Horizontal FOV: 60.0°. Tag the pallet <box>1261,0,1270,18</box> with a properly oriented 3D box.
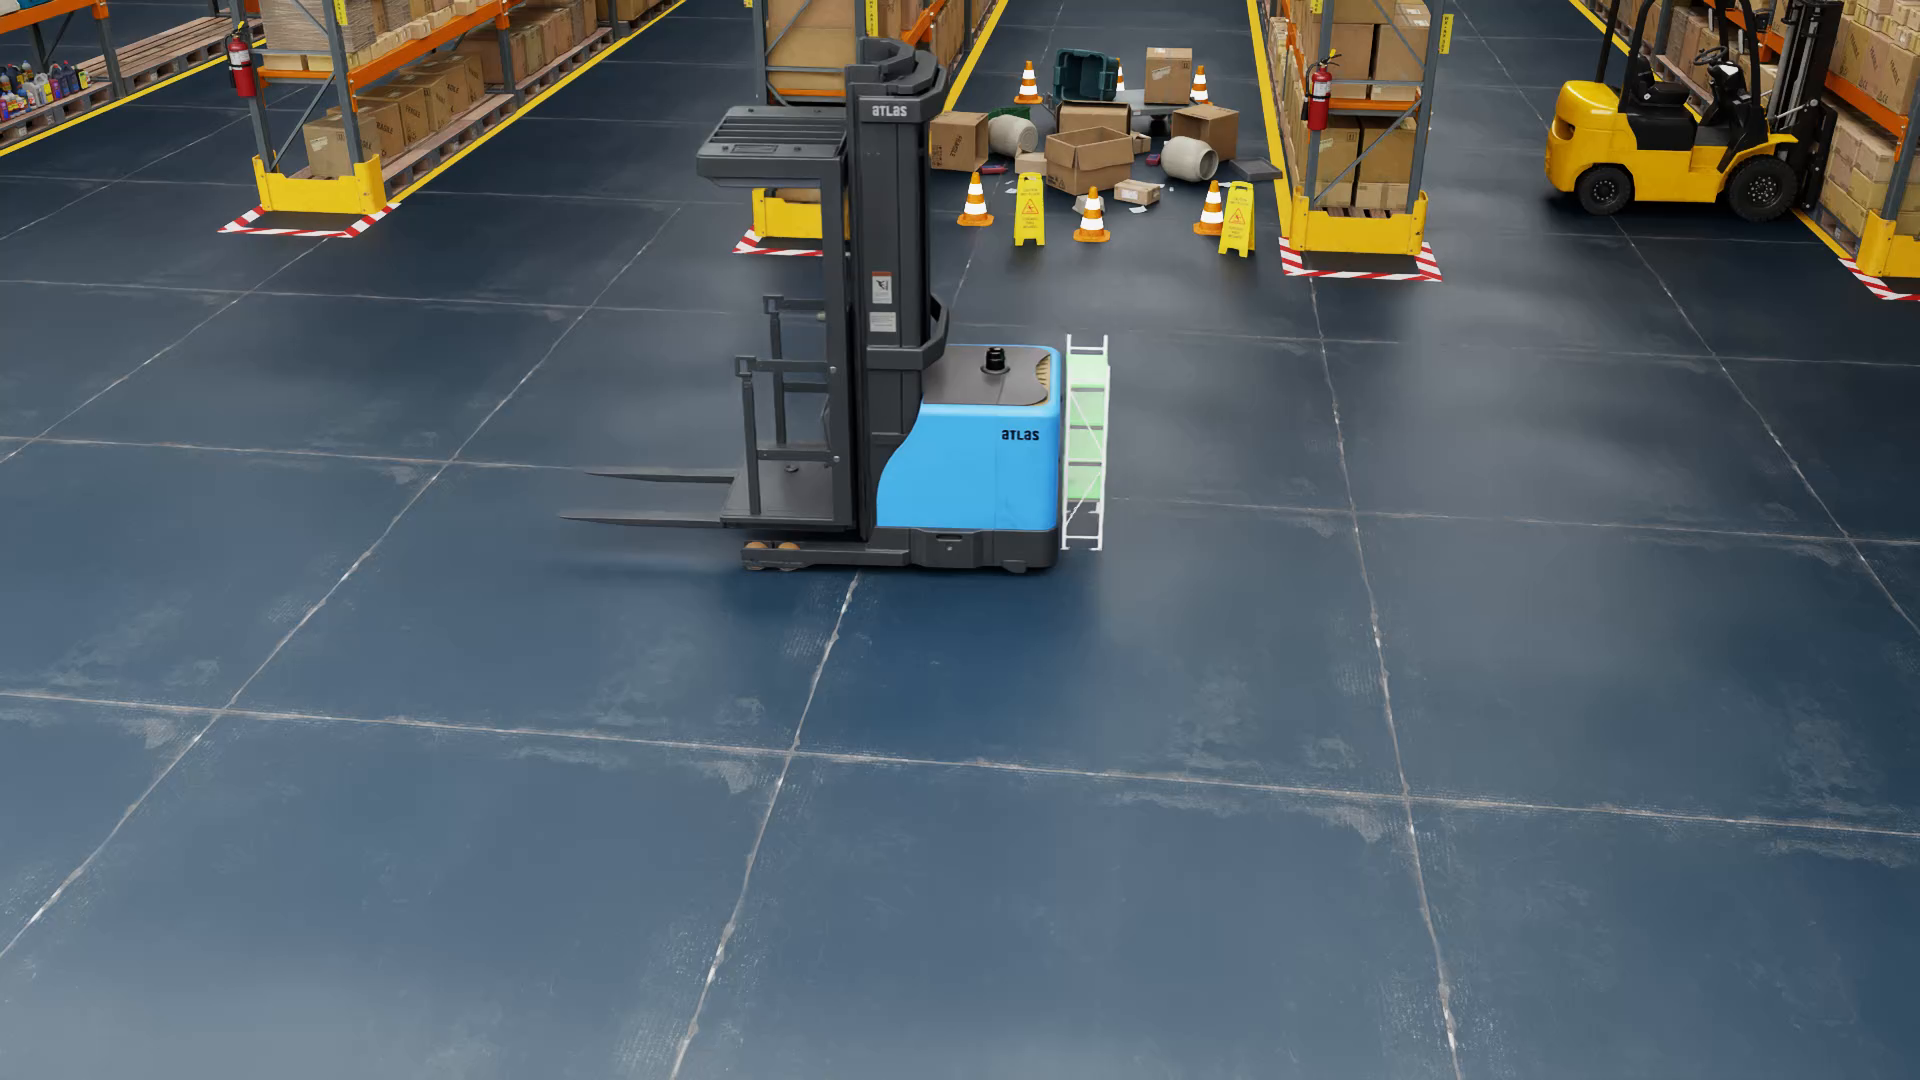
[{"bbox_3d":[5.051,-8.024,24.922,1.003,0.211,1.213,3,28,6],"label":"pallet"}]

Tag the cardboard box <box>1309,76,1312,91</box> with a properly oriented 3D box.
[{"bbox_3d":[3.355,-4.174,15.100,0.380,0.149,0.250,3,28,6],"label":"cardboard box"}]

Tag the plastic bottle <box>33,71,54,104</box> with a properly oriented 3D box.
[{"bbox_3d":[-10.516,-5.183,19.036,0.144,0.351,0.185,3,28,6],"label":"plastic bottle"}]

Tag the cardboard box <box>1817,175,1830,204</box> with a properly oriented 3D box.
[{"bbox_3d":[8.412,-3.366,15.792,0.500,0.250,0.500,4,29,7],"label":"cardboard box"}]

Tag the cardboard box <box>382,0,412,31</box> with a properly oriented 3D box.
[{"bbox_3d":[-6.094,-5.454,16.792,0.875,0.500,0.500,3,28,6],"label":"cardboard box"}]

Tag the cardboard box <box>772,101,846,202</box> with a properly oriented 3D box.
[{"bbox_3d":[-1.307,-3.783,15.907,0.875,0.875,0.875,4,29,6],"label":"cardboard box"}]

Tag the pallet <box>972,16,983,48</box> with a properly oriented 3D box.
[{"bbox_3d":[-0.247,-7.117,23.237,1.003,0.211,1.213,3,28,6],"label":"pallet"}]

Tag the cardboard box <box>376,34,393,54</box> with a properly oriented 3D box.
[{"bbox_3d":[-5.858,-4.909,16.463,0.380,0.149,0.250,3,28,6],"label":"cardboard box"}]

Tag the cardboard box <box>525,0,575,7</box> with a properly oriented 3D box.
[{"bbox_3d":[-5.362,-7.168,21.774,0.500,0.250,0.500,7,29,12],"label":"cardboard box"}]

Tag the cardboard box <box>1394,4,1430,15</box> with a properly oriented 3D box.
[{"bbox_3d":[3.994,-4.596,15.200,0.500,0.500,0.500,4,29,8],"label":"cardboard box"}]

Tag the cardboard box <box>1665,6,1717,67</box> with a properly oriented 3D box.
[{"bbox_3d":[9.417,-6.296,20.835,0.875,0.625,0.625,4,29,8],"label":"cardboard box"}]

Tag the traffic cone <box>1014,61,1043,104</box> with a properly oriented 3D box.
[{"bbox_3d":[0.828,-5.520,20.009,0.336,0.463,0.334,3,28,6],"label":"traffic cone"}]

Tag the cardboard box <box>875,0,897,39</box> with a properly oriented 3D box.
[{"bbox_3d":[-1.085,-4.971,16.155,0.875,0.550,0.550,3,28,6],"label":"cardboard box"}]

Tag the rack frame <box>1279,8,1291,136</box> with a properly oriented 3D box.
[{"bbox_3d":[4.090,-5.854,17.953,1.000,3.000,0.127,3,28,6],"label":"rack frame"}]

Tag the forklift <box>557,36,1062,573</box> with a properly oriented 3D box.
[{"bbox_3d":[-0.907,-1.353,9.671,3.031,2.935,1.130,2,28,3],"label":"forklift"}]

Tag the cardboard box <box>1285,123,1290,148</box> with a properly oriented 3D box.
[{"bbox_3d":[3.696,-4.314,17.551,0.500,0.250,0.500,5,29,9],"label":"cardboard box"}]

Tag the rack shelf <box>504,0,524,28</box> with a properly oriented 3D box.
[{"bbox_3d":[-5.500,-7.054,20.940,1.077,0.370,4.000,3,28,6],"label":"rack shelf"}]

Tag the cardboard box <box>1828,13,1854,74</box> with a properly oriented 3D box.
[{"bbox_3d":[8.513,-4.697,15.701,0.500,0.500,0.500,4,29,7],"label":"cardboard box"}]

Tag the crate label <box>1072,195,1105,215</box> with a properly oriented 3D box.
[{"bbox_3d":[1.264,-3.266,16.168,0.250,0.136,0.298,-11,30,-20],"label":"crate label"}]

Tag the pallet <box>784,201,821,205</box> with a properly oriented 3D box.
[{"bbox_3d":[-1.304,-3.364,16.272,1.003,0.211,1.213,3,28,6],"label":"pallet"}]

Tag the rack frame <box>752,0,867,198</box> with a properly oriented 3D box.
[{"bbox_3d":[-1.325,-4.211,14.903,1.000,3.000,0.127,3,28,6],"label":"rack frame"}]

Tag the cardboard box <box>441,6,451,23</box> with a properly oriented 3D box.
[{"bbox_3d":[-5.682,-5.615,17.775,0.380,0.149,0.250,3,28,6],"label":"cardboard box"}]

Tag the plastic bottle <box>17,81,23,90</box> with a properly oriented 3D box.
[{"bbox_3d":[-10.646,-5.082,18.922,0.061,0.283,0.133,3,28,6],"label":"plastic bottle"}]

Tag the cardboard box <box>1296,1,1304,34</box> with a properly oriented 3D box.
[{"bbox_3d":[3.647,-5.364,16.626,0.500,0.500,0.500,3,28,6],"label":"cardboard box"}]

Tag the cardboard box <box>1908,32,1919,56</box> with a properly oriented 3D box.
[{"bbox_3d":[8.291,-4.193,14.081,0.380,0.149,0.250,4,29,7],"label":"cardboard box"}]

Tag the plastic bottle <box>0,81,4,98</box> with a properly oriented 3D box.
[{"bbox_3d":[-11.194,-5.300,19.254,0.144,0.351,0.185,2,28,4],"label":"plastic bottle"}]

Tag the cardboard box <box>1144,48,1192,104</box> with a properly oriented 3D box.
[{"bbox_3d":[2.320,-5.176,18.532,0.500,0.500,0.500,3,28,6],"label":"cardboard box"}]

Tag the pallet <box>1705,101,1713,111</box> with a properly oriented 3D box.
[{"bbox_3d":[9.069,-4.688,18.730,1.003,0.211,1.213,3,28,6],"label":"pallet"}]

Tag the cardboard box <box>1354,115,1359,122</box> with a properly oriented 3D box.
[{"bbox_3d":[4.036,-3.896,15.985,0.500,0.500,0.500,2,28,4],"label":"cardboard box"}]

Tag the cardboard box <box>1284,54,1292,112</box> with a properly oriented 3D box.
[{"bbox_3d":[3.750,-4.896,17.841,0.500,0.500,0.500,5,29,9],"label":"cardboard box"}]

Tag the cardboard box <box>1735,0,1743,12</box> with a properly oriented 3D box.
[{"bbox_3d":[8.875,-5.990,18.364,0.500,0.250,0.500,3,28,6],"label":"cardboard box"}]

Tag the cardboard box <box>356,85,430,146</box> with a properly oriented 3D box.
[{"bbox_3d":[-6.007,-4.501,17.635,0.500,0.500,0.500,6,29,11],"label":"cardboard box"}]

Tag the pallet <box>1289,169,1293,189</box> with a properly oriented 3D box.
[{"bbox_3d":[3.896,-3.732,16.954,1.003,0.211,1.213,3,28,6],"label":"pallet"}]

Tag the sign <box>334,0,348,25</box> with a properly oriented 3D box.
[{"bbox_3d":[-5.696,-4.896,15.263,0.100,0.325,0.005,3,28,6],"label":"sign"}]

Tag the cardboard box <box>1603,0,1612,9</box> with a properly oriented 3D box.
[{"bbox_3d":[9.659,-7.951,24.039,0.500,0.500,0.500,3,28,6],"label":"cardboard box"}]

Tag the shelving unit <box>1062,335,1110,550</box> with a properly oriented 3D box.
[{"bbox_3d":[0.755,-0.587,10.075,0.258,1.200,0.503,1,28,3],"label":"shelving unit"}]

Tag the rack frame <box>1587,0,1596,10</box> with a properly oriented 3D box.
[{"bbox_3d":[9.997,-9.333,24.410,1.000,3.000,0.127,3,28,6],"label":"rack frame"}]

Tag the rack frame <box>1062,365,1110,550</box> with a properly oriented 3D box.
[{"bbox_3d":[0.742,-0.472,9.861,0.240,1.200,0.015,1,28,3],"label":"rack frame"}]

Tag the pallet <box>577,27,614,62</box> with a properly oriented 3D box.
[{"bbox_3d":[-5.352,-6.717,22.495,1.003,0.211,1.213,3,28,6],"label":"pallet"}]

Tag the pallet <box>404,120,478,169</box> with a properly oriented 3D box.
[{"bbox_3d":[-5.939,-4.308,18.023,1.003,0.211,1.213,3,28,6],"label":"pallet"}]

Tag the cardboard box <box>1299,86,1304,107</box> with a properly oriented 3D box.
[{"bbox_3d":[3.452,-4.248,15.954,0.380,0.149,0.250,4,29,7],"label":"cardboard box"}]

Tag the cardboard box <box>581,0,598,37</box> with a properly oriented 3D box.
[{"bbox_3d":[-5.317,-7.089,22.417,0.700,0.500,0.500,2,28,4],"label":"cardboard box"}]

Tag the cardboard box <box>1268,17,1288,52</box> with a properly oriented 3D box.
[{"bbox_3d":[4.501,-6.499,21.479,0.950,0.372,0.625,1,28,3],"label":"cardboard box"}]

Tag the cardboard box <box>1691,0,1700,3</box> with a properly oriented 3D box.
[{"bbox_3d":[9.917,-6.946,22.173,0.500,0.500,0.500,3,29,6],"label":"cardboard box"}]

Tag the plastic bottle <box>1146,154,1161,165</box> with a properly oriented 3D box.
[{"bbox_3d":[2.071,-4.061,17.724,0.133,0.061,0.283,8,29,15],"label":"plastic bottle"}]

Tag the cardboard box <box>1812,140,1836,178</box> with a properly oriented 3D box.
[{"bbox_3d":[8.391,-3.605,15.709,0.500,0.250,0.500,3,28,5],"label":"cardboard box"}]

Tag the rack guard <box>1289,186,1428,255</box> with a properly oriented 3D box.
[{"bbox_3d":[3.610,-2.906,15.117,1.175,0.500,0.348,3,28,6],"label":"rack guard"}]

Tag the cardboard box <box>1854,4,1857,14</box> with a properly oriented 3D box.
[{"bbox_3d":[8.544,-4.911,15.413,0.380,0.149,0.250,3,28,6],"label":"cardboard box"}]

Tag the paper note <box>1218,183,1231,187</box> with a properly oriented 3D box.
[{"bbox_3d":[2.708,-3.629,16.954,0.142,0.019,0.148,-6,29,-11],"label":"paper note"}]

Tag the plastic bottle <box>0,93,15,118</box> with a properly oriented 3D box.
[{"bbox_3d":[-10.577,-4.824,18.454,0.097,0.271,0.097,0,28,0],"label":"plastic bottle"}]

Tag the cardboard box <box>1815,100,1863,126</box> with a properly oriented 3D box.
[{"bbox_3d":[8.452,-4.050,16.008,0.500,0.250,0.500,3,28,5],"label":"cardboard box"}]
